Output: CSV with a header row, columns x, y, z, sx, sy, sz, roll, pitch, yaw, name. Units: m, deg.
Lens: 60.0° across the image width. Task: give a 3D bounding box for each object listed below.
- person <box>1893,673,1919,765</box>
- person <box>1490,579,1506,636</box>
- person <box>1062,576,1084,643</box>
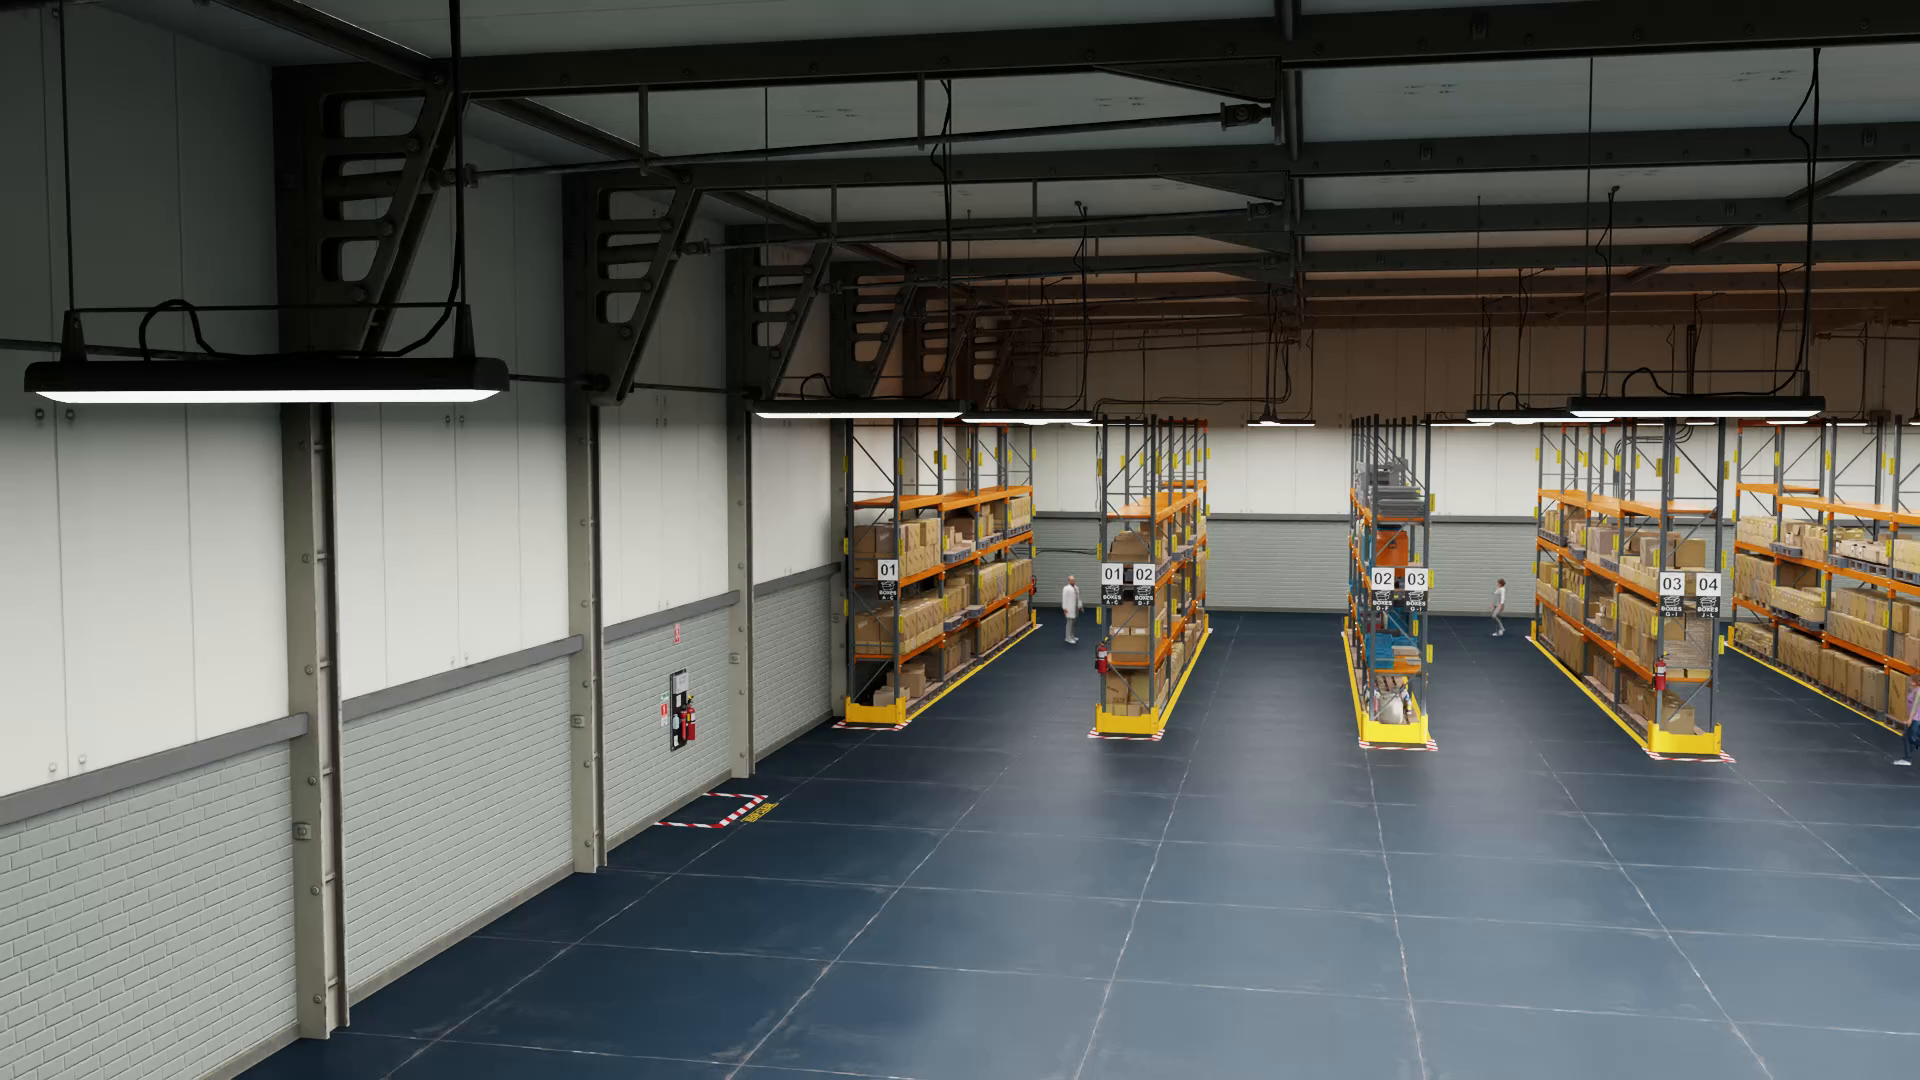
x,y,z,sx,sy,sz,roll,pitch,yaw,name
16.238,3.053,28.165,0.711,1.575,0.479,2,4,28,person
14.869,1.854,45.933,0.418,1.588,0.488,0,4,-5,person
3.016,1.865,44.758,0.458,1.807,0.659,3,5,40,person
